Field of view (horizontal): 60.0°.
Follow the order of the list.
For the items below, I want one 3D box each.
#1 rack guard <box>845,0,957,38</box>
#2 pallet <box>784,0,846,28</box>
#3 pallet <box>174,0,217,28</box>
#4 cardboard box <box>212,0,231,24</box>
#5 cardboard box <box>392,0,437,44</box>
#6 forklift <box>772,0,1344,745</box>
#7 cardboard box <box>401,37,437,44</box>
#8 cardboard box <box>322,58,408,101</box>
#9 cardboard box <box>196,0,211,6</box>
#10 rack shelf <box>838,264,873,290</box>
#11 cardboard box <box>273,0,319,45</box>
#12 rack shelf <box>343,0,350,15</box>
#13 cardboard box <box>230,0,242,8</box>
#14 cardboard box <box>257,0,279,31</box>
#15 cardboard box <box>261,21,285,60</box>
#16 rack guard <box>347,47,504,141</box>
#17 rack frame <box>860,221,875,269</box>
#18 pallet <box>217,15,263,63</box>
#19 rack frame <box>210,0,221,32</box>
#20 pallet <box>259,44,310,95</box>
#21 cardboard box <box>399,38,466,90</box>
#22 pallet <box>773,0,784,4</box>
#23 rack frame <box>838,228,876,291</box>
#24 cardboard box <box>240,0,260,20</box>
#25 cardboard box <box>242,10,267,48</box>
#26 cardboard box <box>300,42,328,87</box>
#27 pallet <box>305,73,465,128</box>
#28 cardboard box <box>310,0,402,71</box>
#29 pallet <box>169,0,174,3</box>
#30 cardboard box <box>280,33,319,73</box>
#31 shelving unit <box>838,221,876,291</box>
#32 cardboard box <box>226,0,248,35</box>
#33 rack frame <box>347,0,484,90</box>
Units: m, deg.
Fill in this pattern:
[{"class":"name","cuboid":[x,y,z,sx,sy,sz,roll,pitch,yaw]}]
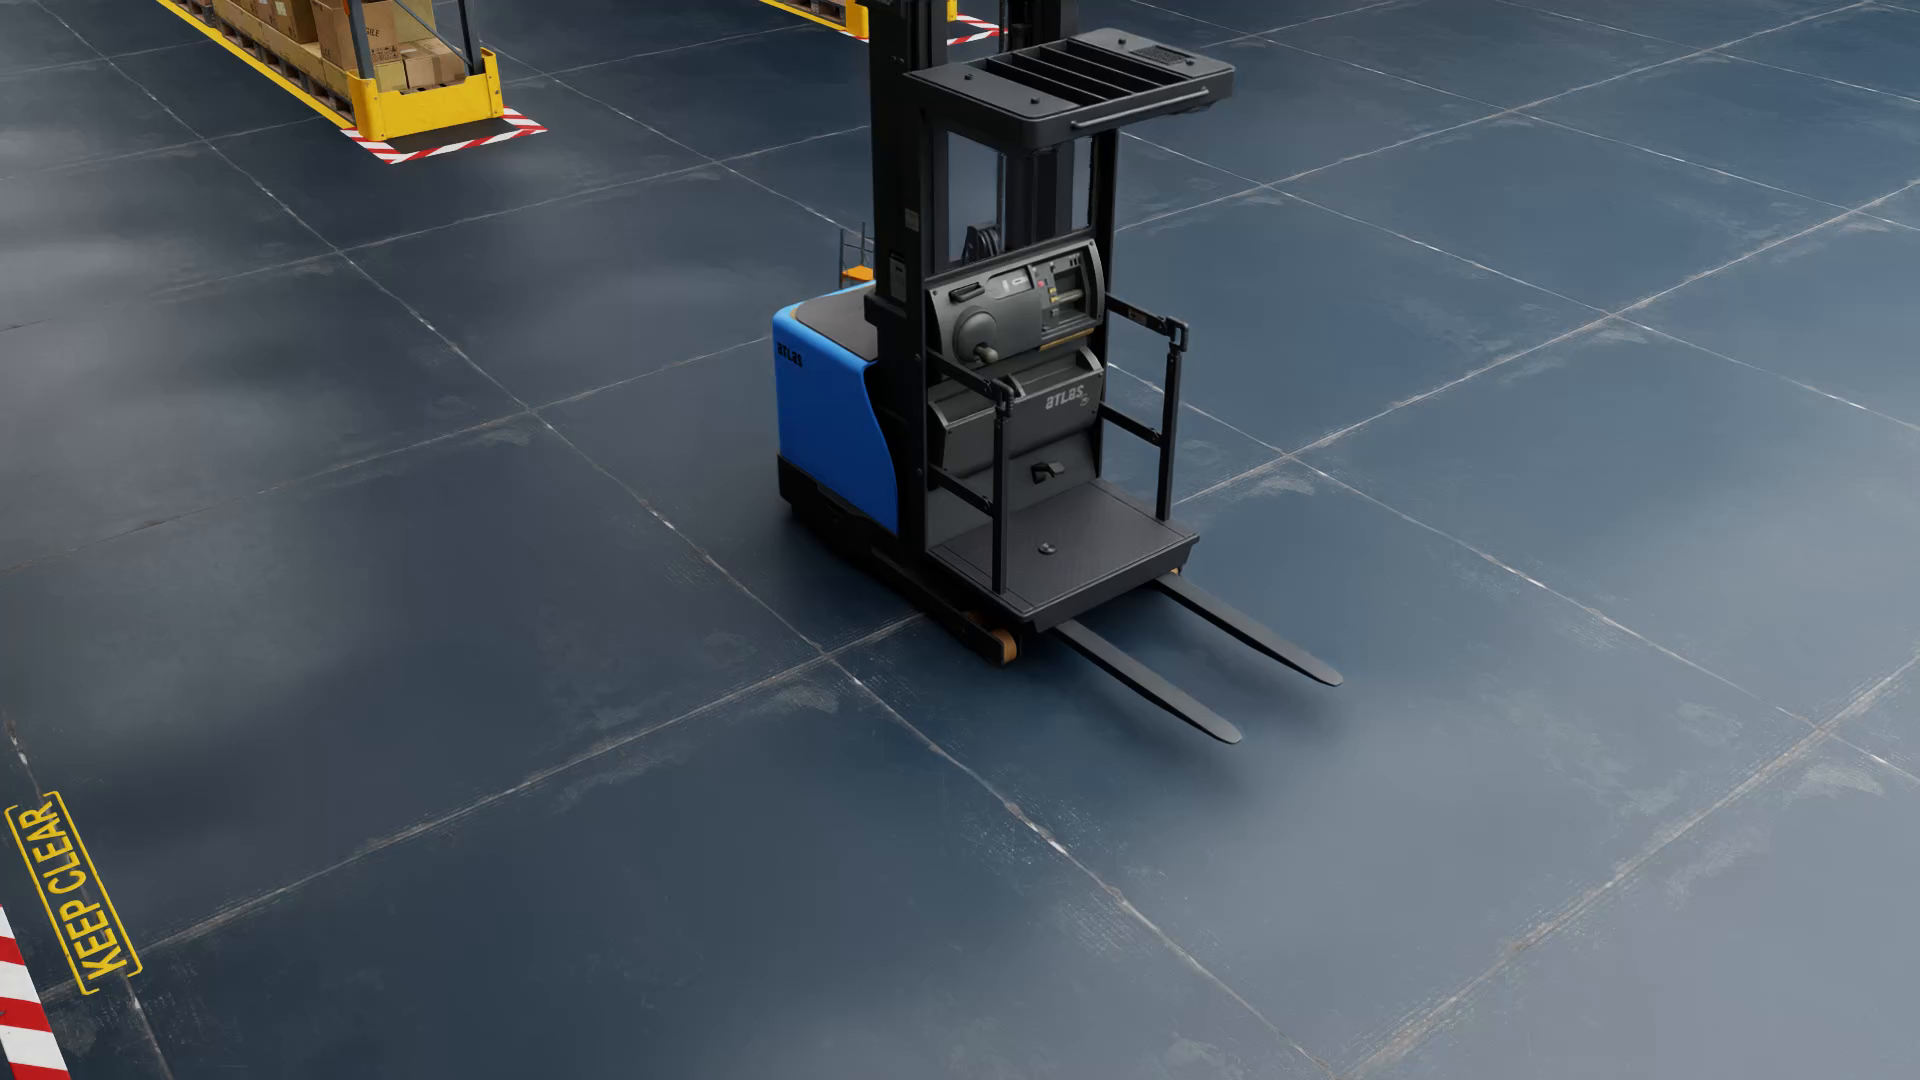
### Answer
[{"class":"rack guard","cuboid":[-0.572,-5.306,16.319,1.175,0.500,0.348,-22,38,-31]},{"class":"pallet","cuboid":[-1.065,-5.524,16.943,1.003,0.211,1.213,-22,38,-31]},{"class":"pallet","cuboid":[-7.338,-5.527,16.949,1.003,0.211,1.213,-22,38,-31]},{"class":"cardboard box","cuboid":[-6.811,-5.136,15.885,0.500,0.250,0.500,-22,38,-31]},{"class":"cardboard box","cuboid":[-4.864,-4.583,14.283,0.500,0.500,0.500,-22,38,-31]},{"class":"forklift","cuboid":[0.389,-0.987,7.061,1.130,2.935,3.031,-23,38,-32]},{"class":"cardboard box","cuboid":[-4.865,-4.263,14.480,0.500,0.250,0.500,-22,38,-31]},{"class":"cardboard box","cuboid":[-4.965,-3.889,13.876,0.500,0.250,0.500,-22,38,-31]},{"class":"cardboard box","cuboid":[-7.339,-5.507,16.482,0.500,0.250,0.500,-23,38,-32]},{"class":"rack shelf","cuboid":[-0.479,-1.342,8.665,0.258,0.103,0.180,20,31,29]},{"class":"cardboard box","cuboid":[-5.591,-4.619,14.341,0.500,0.500,0.500,-22,38,-31]},{"class":"rack shelf","cuboid":[-5.629,-5.278,14.587,1.077,0.370,4.000,-22,38,-31]},{"class":"cardboard box","cuboid":[-6.506,-5.246,15.351,0.500,0.500,0.500,-22,38,-31]},{"class":"cardboard box","cuboid":[-5.897,-4.827,14.677,0.500,0.500,0.500,-22,38,-31]},{"class":"cardboard box","cuboid":[-5.894,-4.510,14.876,0.500,0.250,0.500,-22,38,-31]},{"class":"rack guard","cuboid":[-4.388,-3.679,13.699,1.175,0.500,0.348,-22,38,-31]},{"class":"rack frame","cuboid":[-0.448,-1.092,8.875,0.240,1.200,0.006,20,31,29]},{"class":"pallet","cuboid":[-6.401,-4.888,15.920,1.003,0.211,1.213,-22,38,-31]},{"class":"rack frame","cuboid":[-6.856,-6.417,15.740,1.000,3.000,0.127,-22,38,-31]},{"class":"pallet","cuboid":[-5.649,-4.379,15.101,1.003,0.211,1.213,-22,38,-31]},{"class":"cardboard box","cuboid":[-4.556,-4.056,14.146,0.500,0.250,0.500,-22,38,-31]},{"class":"pallet","cuboid":[-1.809,-6.032,17.762,1.003,0.211,1.213,-22,38,-31]},{"class":"rack frame","cuboid":[-0.550,-1.029,8.737,0.240,1.200,0.006,20,31,29]},{"class":"cardboard box","cuboid":[-6.205,-5.035,15.011,0.500,0.500,0.500,-22,38,-31]},{"class":"cardboard box","cuboid":[-6.206,-4.716,15.209,0.500,0.250,0.500,-22,38,-31]},{"class":"cardboard box","cuboid":[-5.281,-4.093,14.205,0.500,0.250,0.500,-22,38,-31]},{"class":"pallet","cuboid":[-4.905,-3.871,14.283,1.003,0.211,1.213,-22,38,-31]},{"class":"cardboard box","cuboid":[-4.967,-4.207,13.677,0.500,0.500,0.500,-22,38,-31]},{"class":"pallet","cuboid":[-8.091,-6.036,17.769,1.003,0.211,1.213,-22,38,-31]},{"class":"cardboard box","cuboid":[-5.589,-4.301,14.540,0.500,0.250,0.500,-22,38,-31]},{"class":"shelving unit","cuboid":[-0.499,-1.061,8.806,0.258,1.200,0.189,20,31,29]},{"class":"cardboard box","cuboid":[-6.508,-4.926,15.547,0.500,0.250,0.500,-22,38,-31]},{"class":"rack frame","cuboid":[-4.403,-4.750,13.056,1.000,3.000,0.127,-22,38,-31]}]
